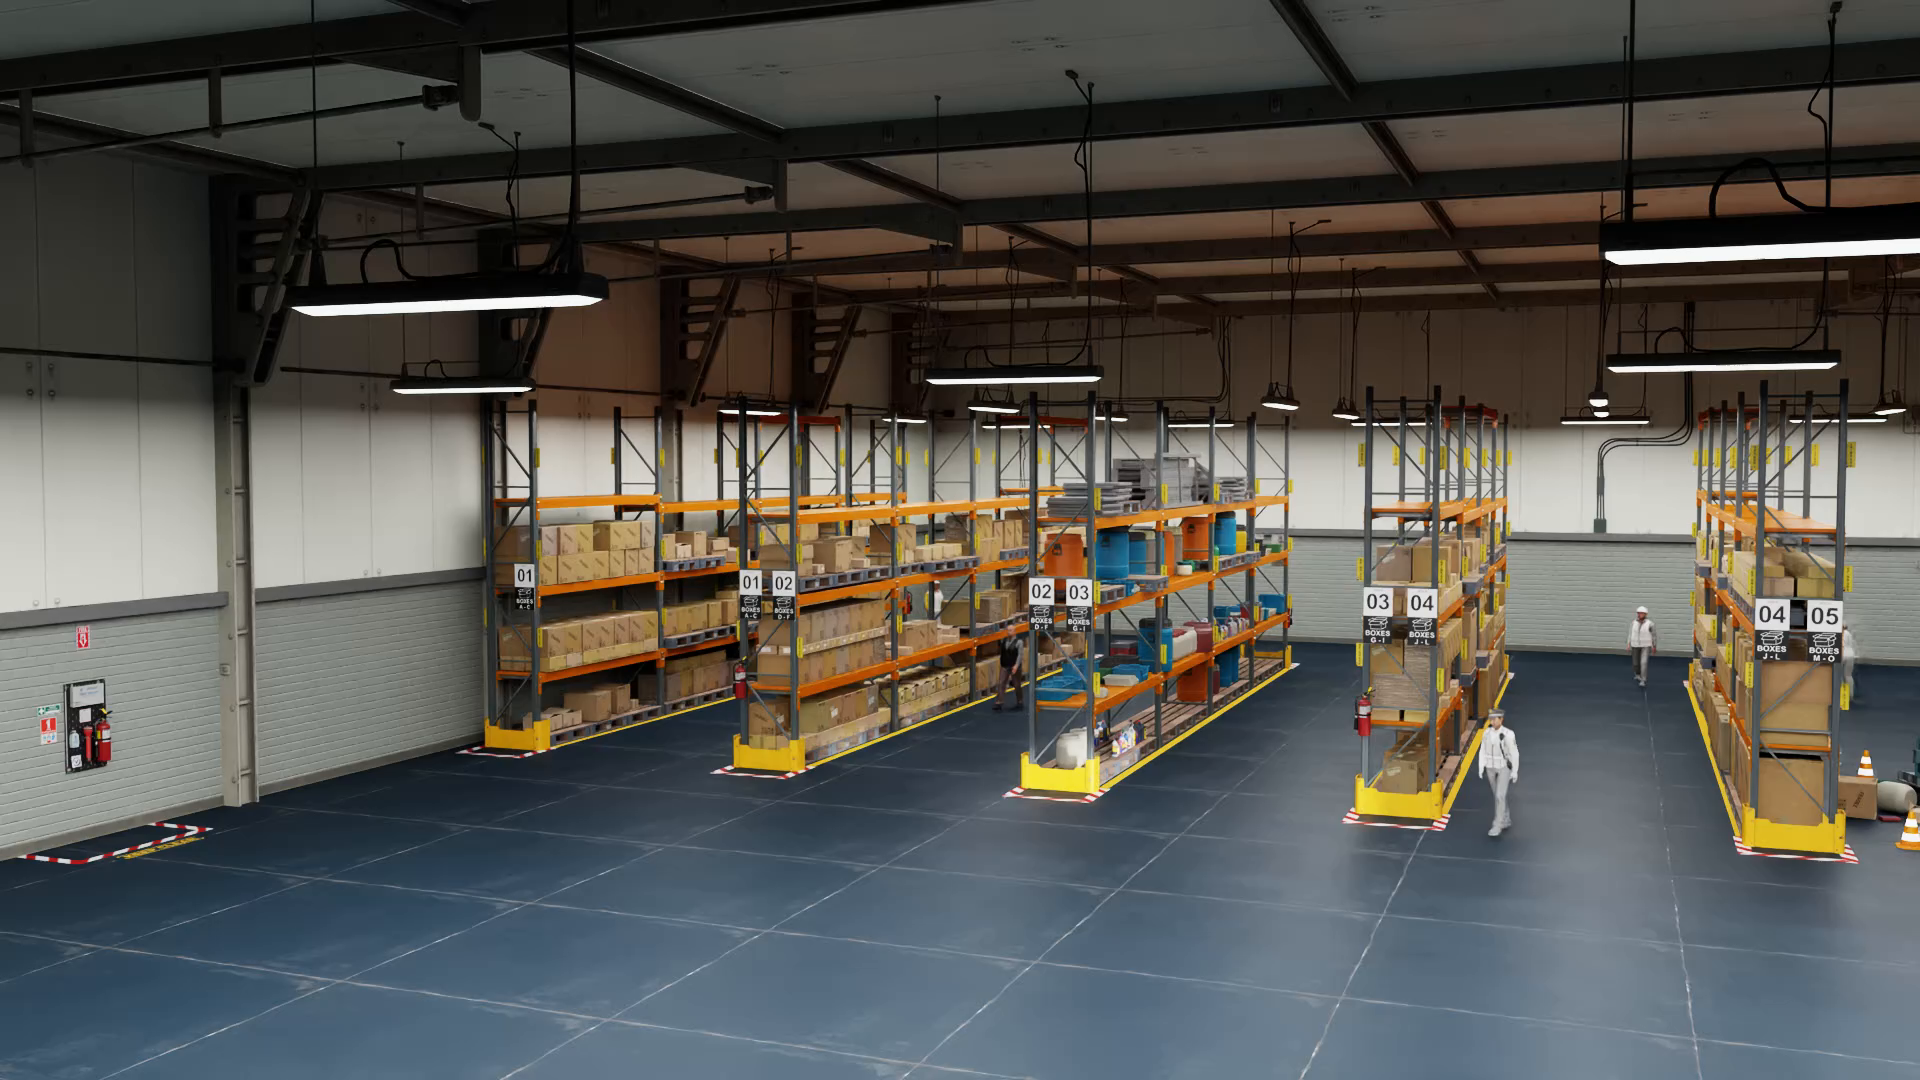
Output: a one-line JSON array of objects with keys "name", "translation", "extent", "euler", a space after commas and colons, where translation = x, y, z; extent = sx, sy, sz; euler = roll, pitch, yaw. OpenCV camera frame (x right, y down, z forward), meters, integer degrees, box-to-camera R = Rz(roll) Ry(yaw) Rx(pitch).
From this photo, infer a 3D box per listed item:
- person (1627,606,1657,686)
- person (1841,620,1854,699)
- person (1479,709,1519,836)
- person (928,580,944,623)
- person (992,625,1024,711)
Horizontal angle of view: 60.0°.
[{"name": "person", "translation": [14.989, 2.322, 36.556], "extent": [0.583, 1.731, 1.011], "euler": [2, 3, 32]}, {"name": "person", "translation": [18.294, 2.484, 34.437], "extent": [0.504, 1.666, 0.588], "euler": [-1, 3, -11]}, {"name": "person", "translation": [7.139, 3.070, 22.174], "extent": [0.871, 1.634, 0.520], "euler": [-2, 4, -40]}, {"name": "person", "translation": [-0.699, 1.922, 44.535], "extent": [0.740, 1.749, 0.545], "euler": [1, 3, 19]}, {"name": "person", "translation": [0.986, 2.523, 32.867], "extent": [0.552, 1.676, 0.970], "euler": [2, 3, 28]}]
